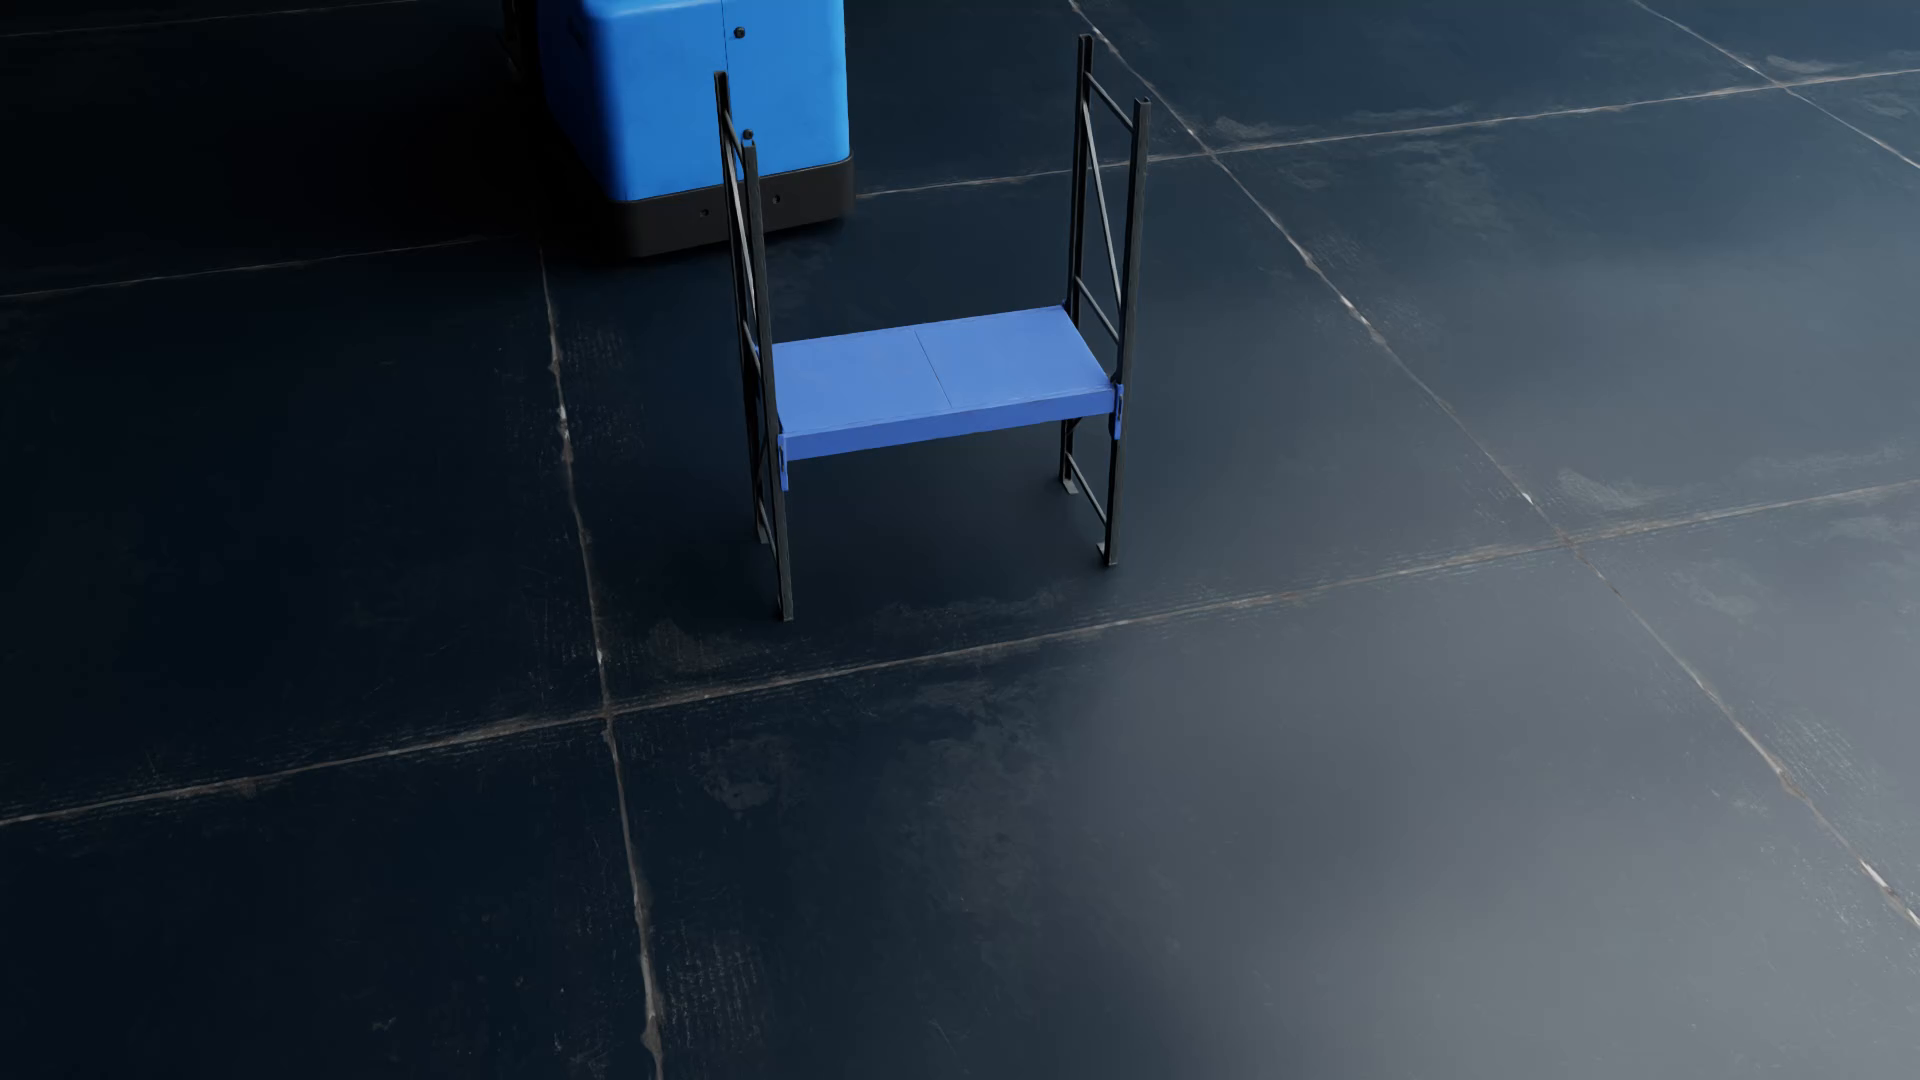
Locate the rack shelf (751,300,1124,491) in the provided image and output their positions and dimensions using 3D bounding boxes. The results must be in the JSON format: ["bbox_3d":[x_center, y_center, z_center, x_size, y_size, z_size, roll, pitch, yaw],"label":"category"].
[{"bbox_3d":[-0.082,-0.439,4.886,1.000,0.185,0.538,-9,38,-12],"label":"rack shelf"}]

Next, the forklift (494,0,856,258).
[{"bbox_3d":[-1.506,-3.171,6.983,1.130,2.935,3.031,-15,40,-19],"label":"forklift"}]

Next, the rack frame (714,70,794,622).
[{"bbox_3d":[-0.573,-0.502,4.671,0.032,1.500,0.500,-9,38,-12],"label":"rack frame"}]

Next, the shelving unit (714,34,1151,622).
[{"bbox_3d":[-0.082,-0.582,4.777,1.048,1.500,0.538,-9,38,-12],"label":"shelving unit"}]

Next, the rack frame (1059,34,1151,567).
[{"bbox_3d":[0.408,-0.663,4.882,0.032,1.500,0.500,-9,38,-12],"label":"rack frame"}]
